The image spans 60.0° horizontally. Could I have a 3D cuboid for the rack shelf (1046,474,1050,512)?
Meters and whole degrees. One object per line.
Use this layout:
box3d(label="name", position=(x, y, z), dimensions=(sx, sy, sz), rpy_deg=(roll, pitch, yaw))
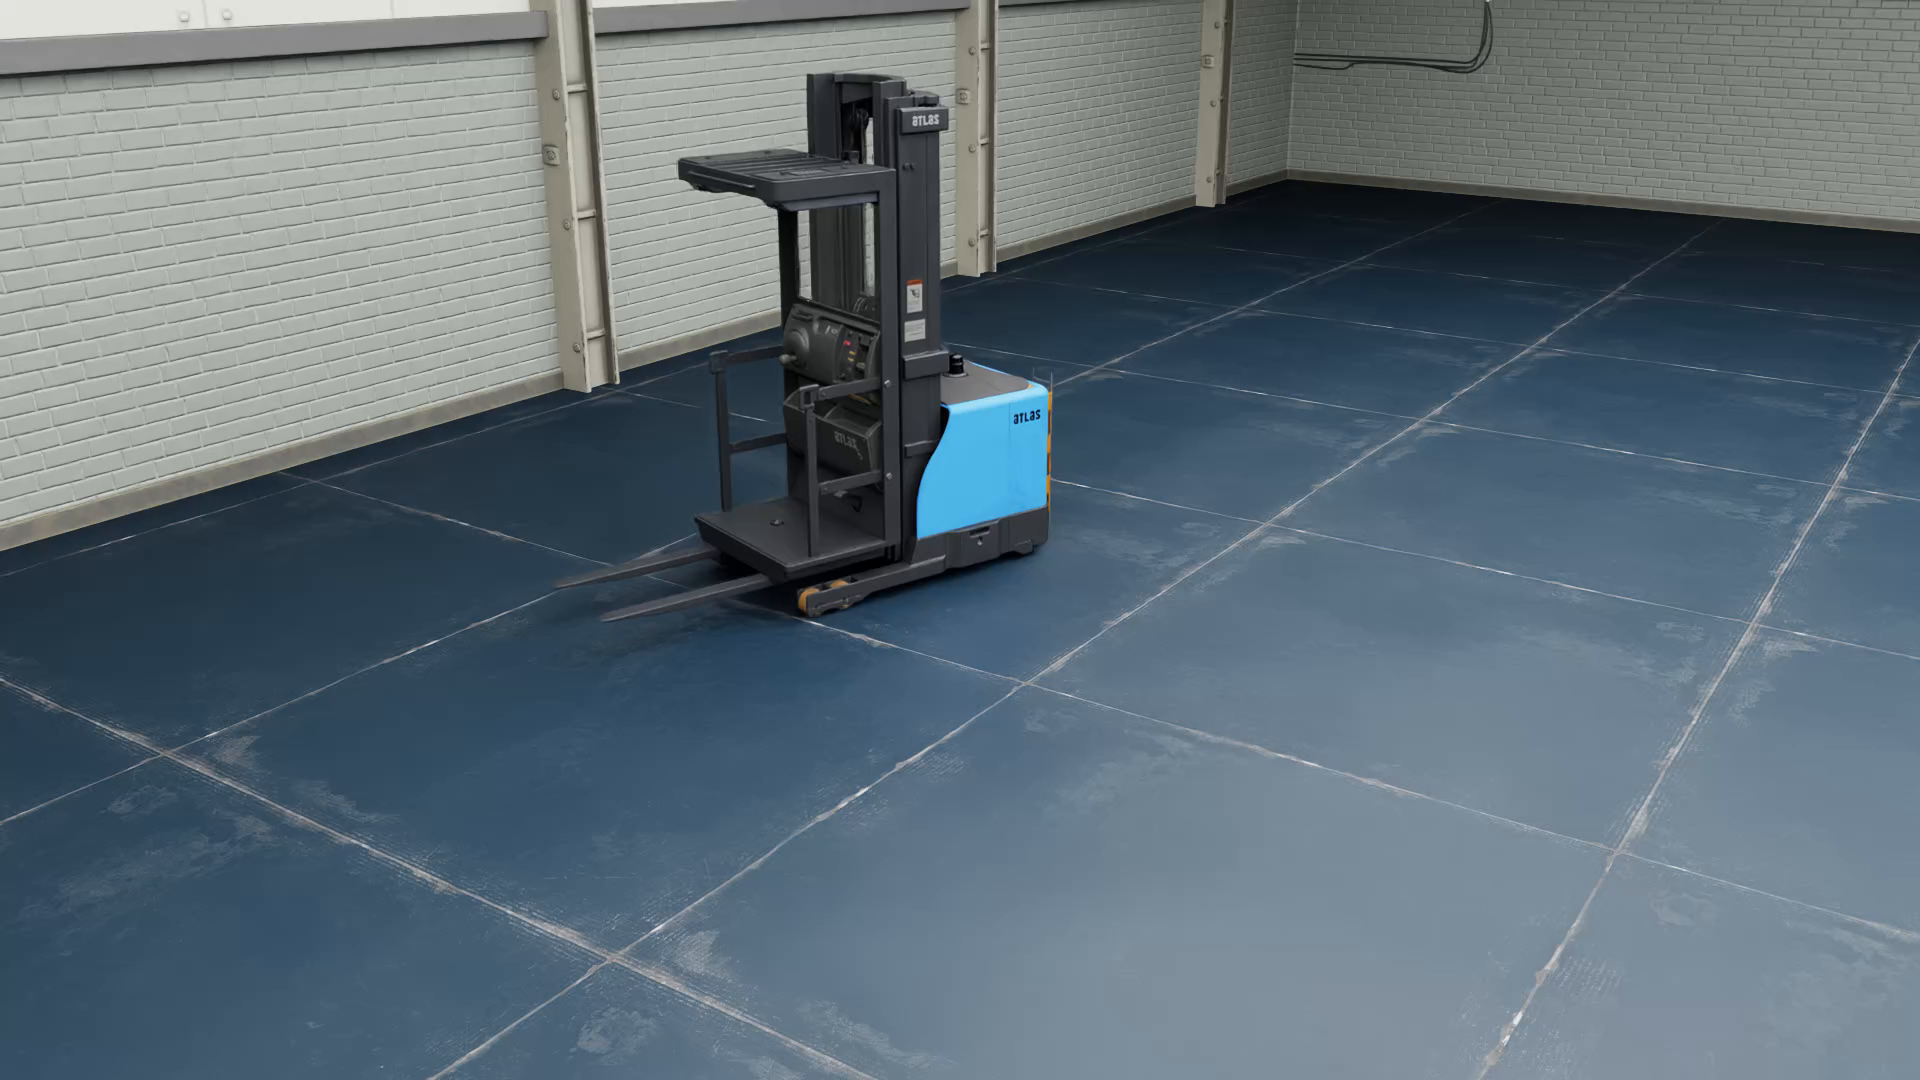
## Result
box3d(label="rack shelf", position=(0.431, -0.312, 10.927), dimensions=(0.240, 0.259, 0.215), rpy_deg=(-15, 25, -35))

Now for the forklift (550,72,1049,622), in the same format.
box3d(label="forklift", position=(-0.921, -1.137, 9.615), dimensions=(3.031, 2.935, 1.130), rpy_deg=(-15, 25, -35))

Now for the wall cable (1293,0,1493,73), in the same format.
box3d(label="wall cable", position=(6.305, -8.134, 24.260), dimensions=(3.097, 2.526, 0.112), rpy_deg=(13, 24, 32))

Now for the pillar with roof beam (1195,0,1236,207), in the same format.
box3d(label="pillar with roof beam", position=(7.115, -8.164, 19.864), dimensions=(9.100, 9.000, 0.400), rpy_deg=(13, 24, 32))

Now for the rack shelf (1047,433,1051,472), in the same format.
box3d(label="rack shelf", position=(0.431, -0.573, 10.830), dimensions=(0.240, 0.259, 0.215), rpy_deg=(-15, 25, -35))

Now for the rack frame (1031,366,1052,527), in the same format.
box3d(label="rack frame", position=(0.528, -0.608, 10.896), dimensions=(0.008, 1.050, 0.200), rpy_deg=(-15, 25, -35))

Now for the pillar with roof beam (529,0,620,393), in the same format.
box3d(label="pillar with roof beam", position=(0.370, -4.721, 10.556), dimensions=(9.100, 9.000, 0.400), rpy_deg=(13, 24, 32))

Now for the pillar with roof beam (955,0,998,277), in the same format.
box3d(label="pillar with roof beam", position=(3.742, -6.442, 15.210), dimensions=(9.100, 9.000, 0.400), rpy_deg=(13, 24, 32))

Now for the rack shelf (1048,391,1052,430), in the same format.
box3d(label="rack shelf", position=(0.431, -0.839, 10.732), dimensions=(0.240, 0.259, 0.215), rpy_deg=(-15, 25, -35))

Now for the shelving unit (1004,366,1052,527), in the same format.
box3d(label="shelving unit", position=(0.431, -0.583, 10.827), dimensions=(0.252, 1.050, 0.215), rpy_deg=(-15, 25, -35))
